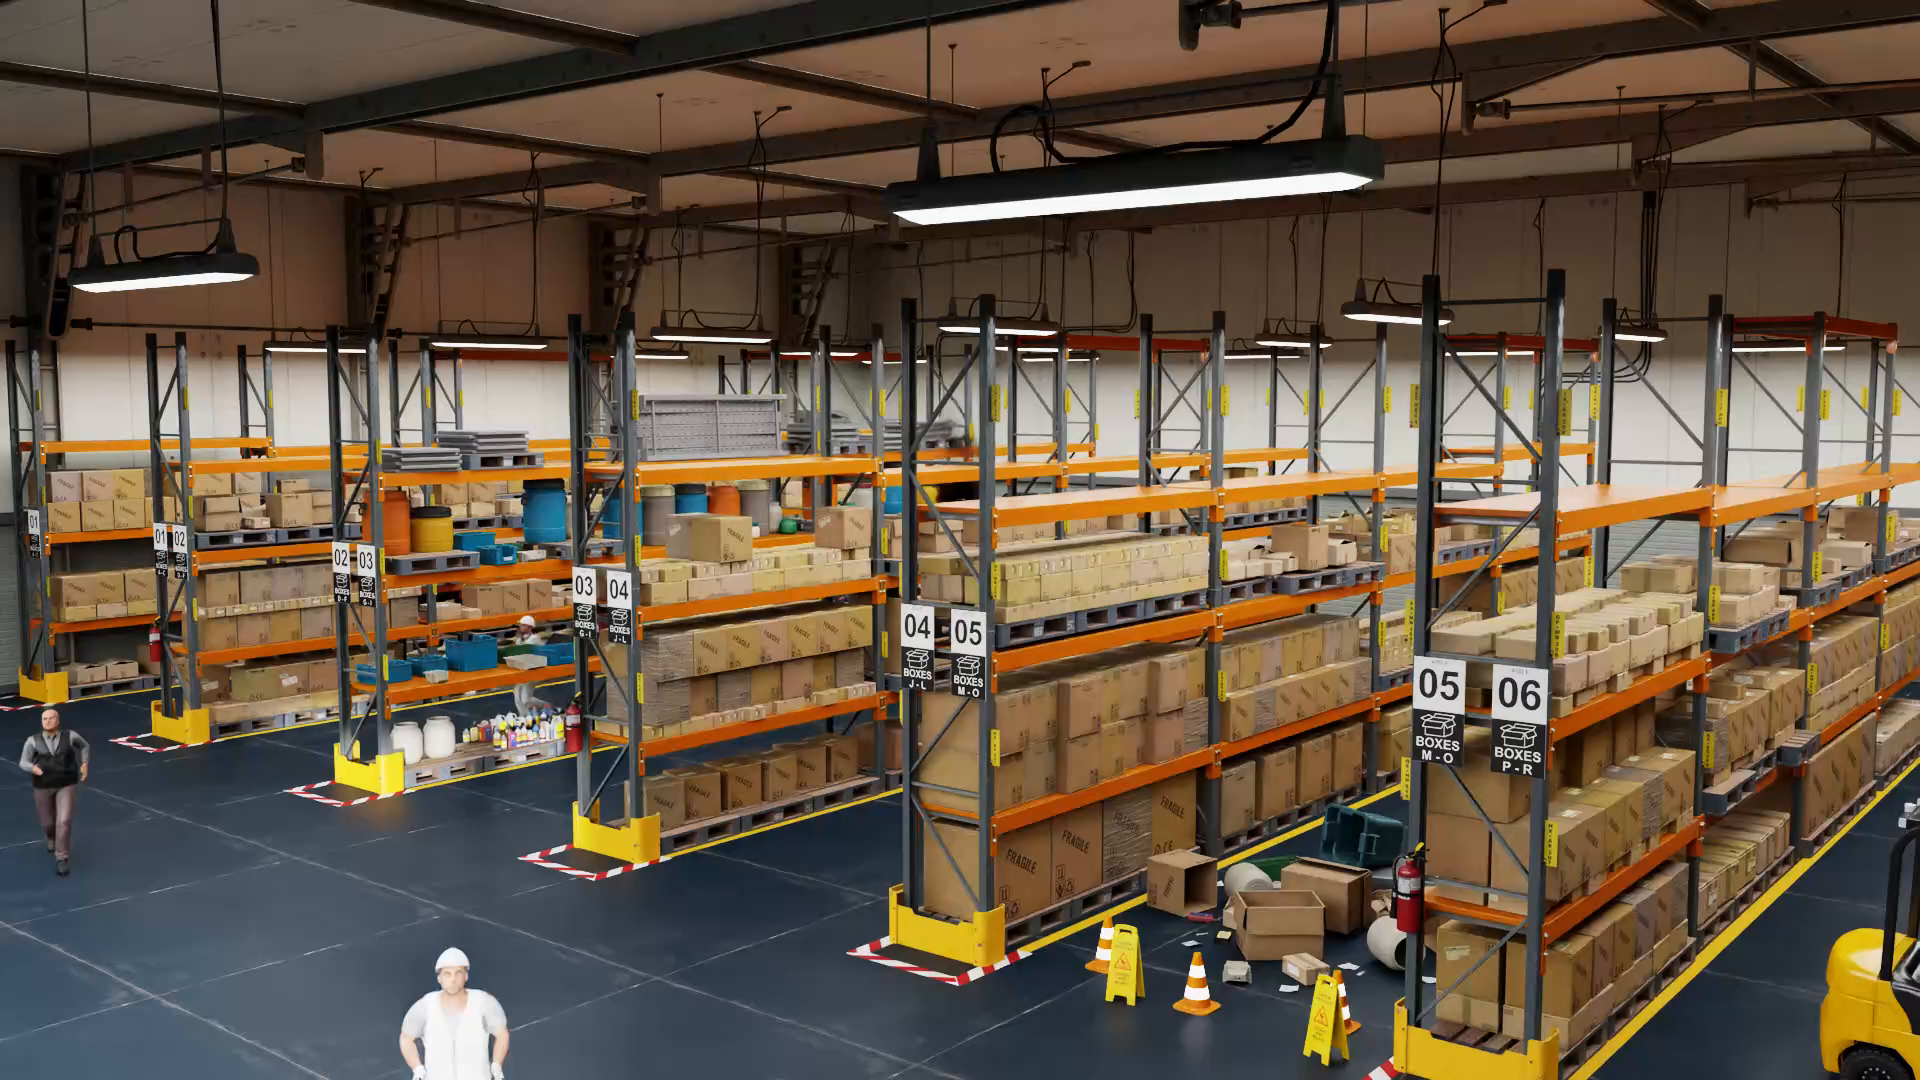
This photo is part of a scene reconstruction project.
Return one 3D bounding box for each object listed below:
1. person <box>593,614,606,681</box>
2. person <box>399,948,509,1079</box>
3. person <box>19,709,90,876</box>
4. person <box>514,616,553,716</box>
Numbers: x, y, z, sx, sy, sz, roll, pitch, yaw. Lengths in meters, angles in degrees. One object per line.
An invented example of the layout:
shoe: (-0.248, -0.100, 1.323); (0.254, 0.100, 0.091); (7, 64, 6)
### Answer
person: (-5.943, 1.879, 27.406); (0.520, 1.612, 0.855); (3, 6, 30)
person: (-3.128, 3.378, 10.301); (0.655, 1.752, 0.697); (-1, 5, -15)
person: (-9.790, 2.685, 18.003); (0.671, 1.698, 1.013); (-2, 6, -24)
person: (-6.567, 2.016, 25.389); (0.671, 1.740, 0.618); (4, 7, 40)
